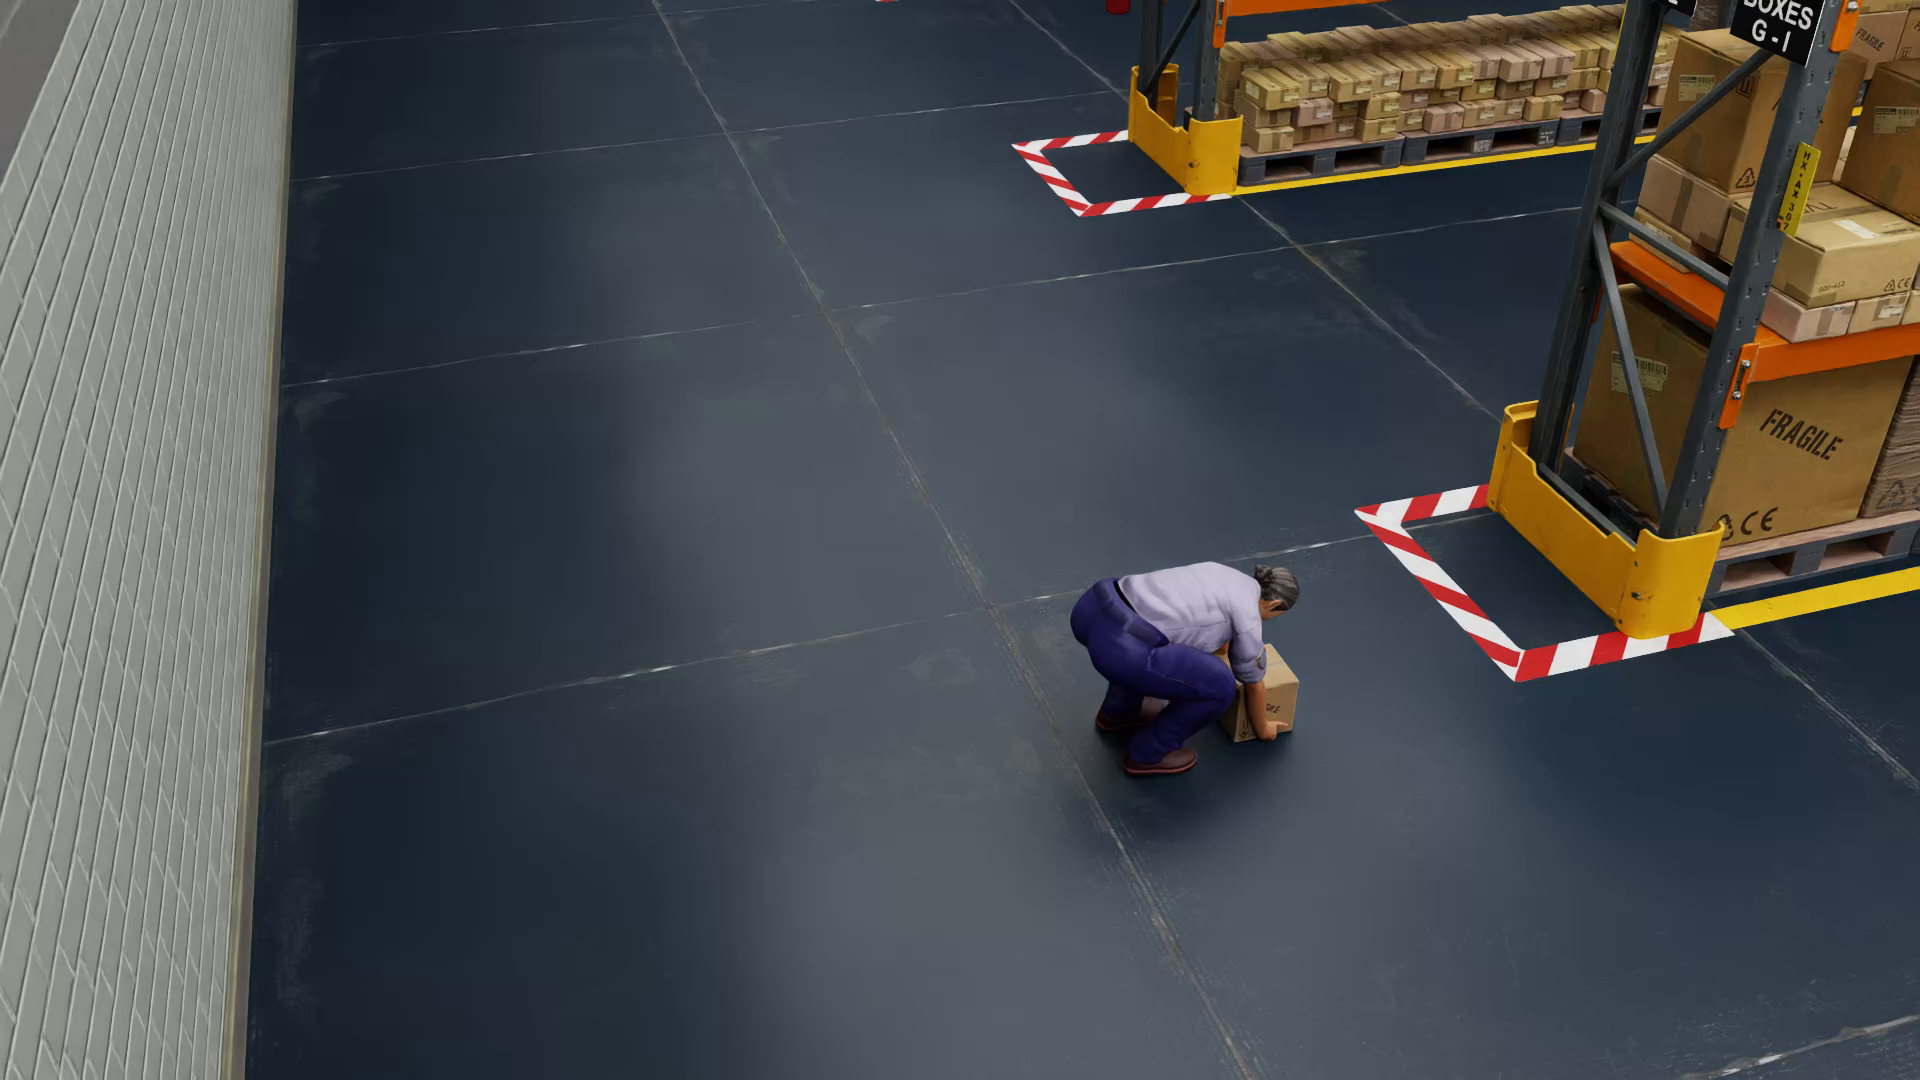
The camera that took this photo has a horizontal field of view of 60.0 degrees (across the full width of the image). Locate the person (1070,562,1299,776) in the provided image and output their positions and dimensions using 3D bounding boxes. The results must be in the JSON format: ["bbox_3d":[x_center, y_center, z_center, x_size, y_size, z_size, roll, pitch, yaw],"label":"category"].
[{"bbox_3d":[0.894,0.446,6.292,0.837,0.784,0.501,-11,36,-16],"label":"person"}]
